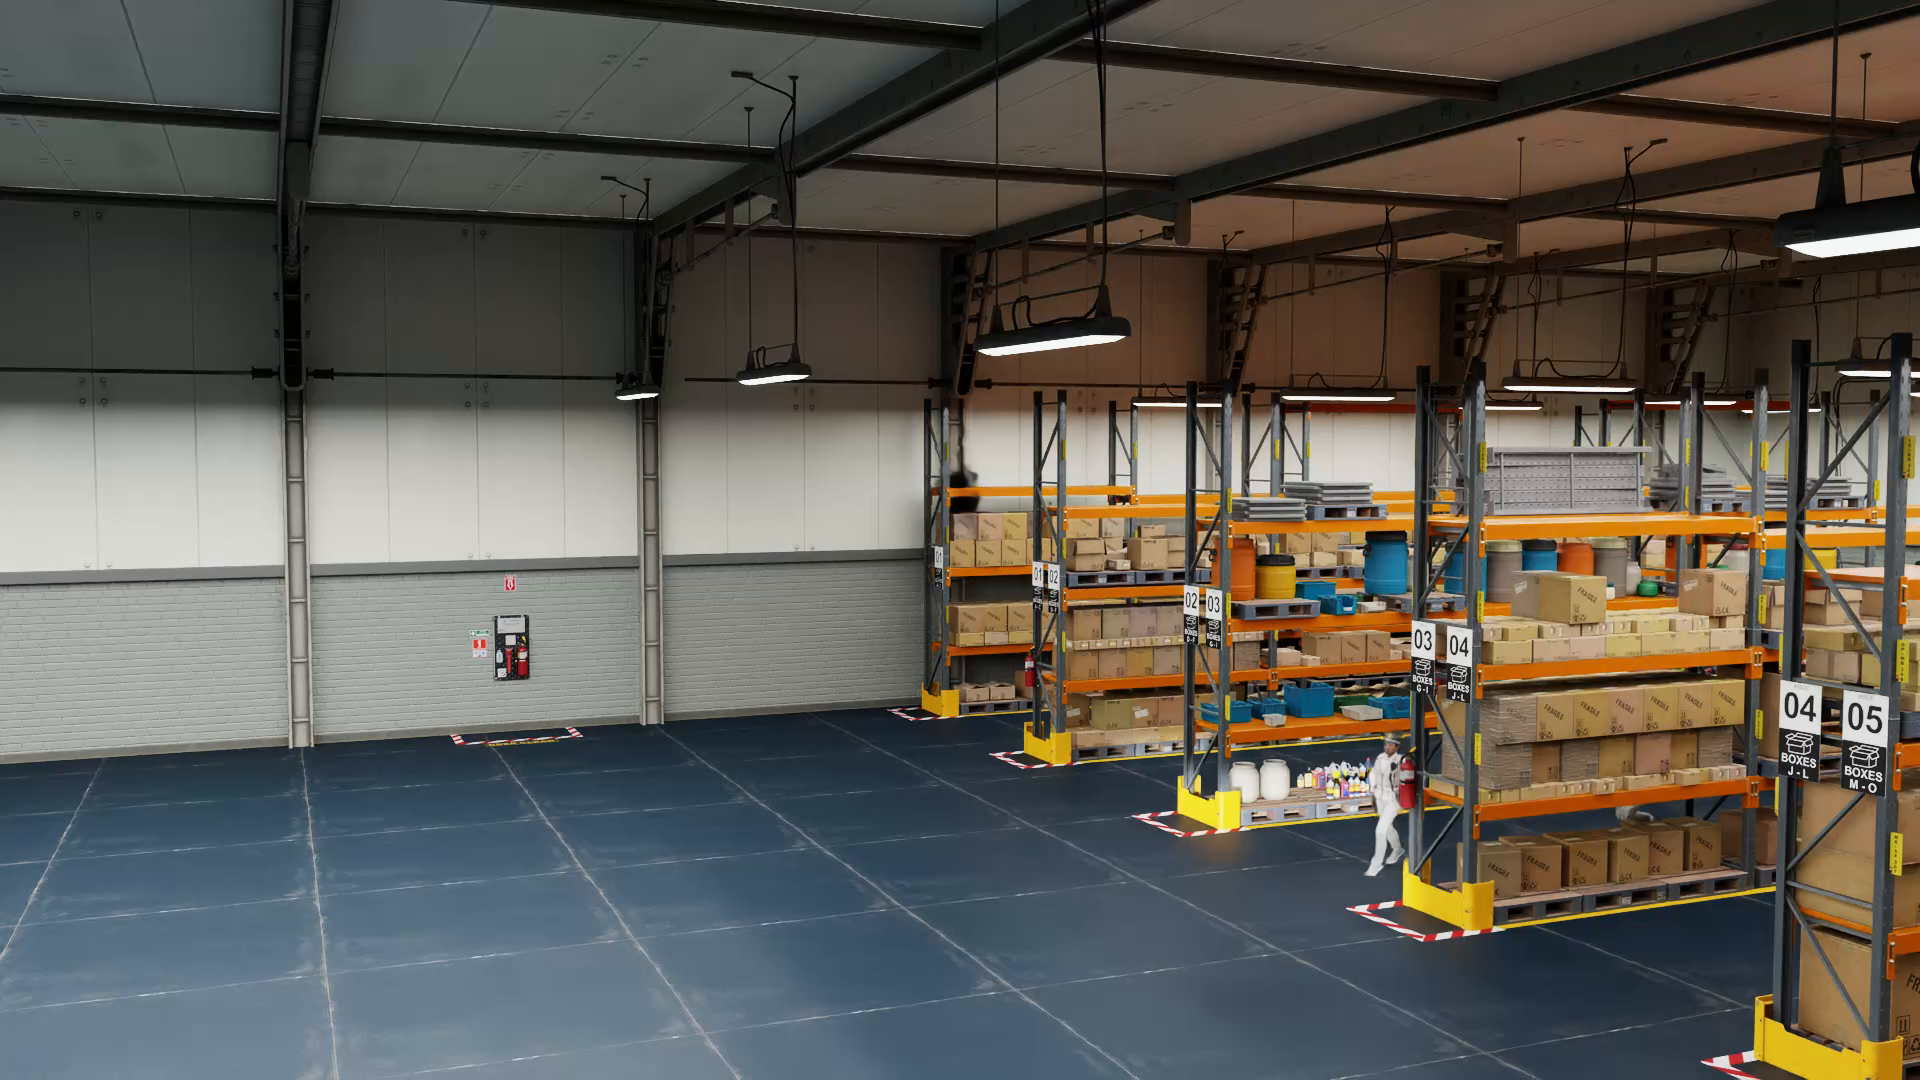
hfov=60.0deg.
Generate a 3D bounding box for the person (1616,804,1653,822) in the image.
[{"bbox_3d":[8.568,3.132,20.977,0.617,1.637,0.578,-2,4,-26],"label":"person"}]

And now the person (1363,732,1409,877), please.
[{"bbox_3d":[5.187,3.156,19.930,0.787,1.742,0.643,-2,4,-33],"label":"person"}]
